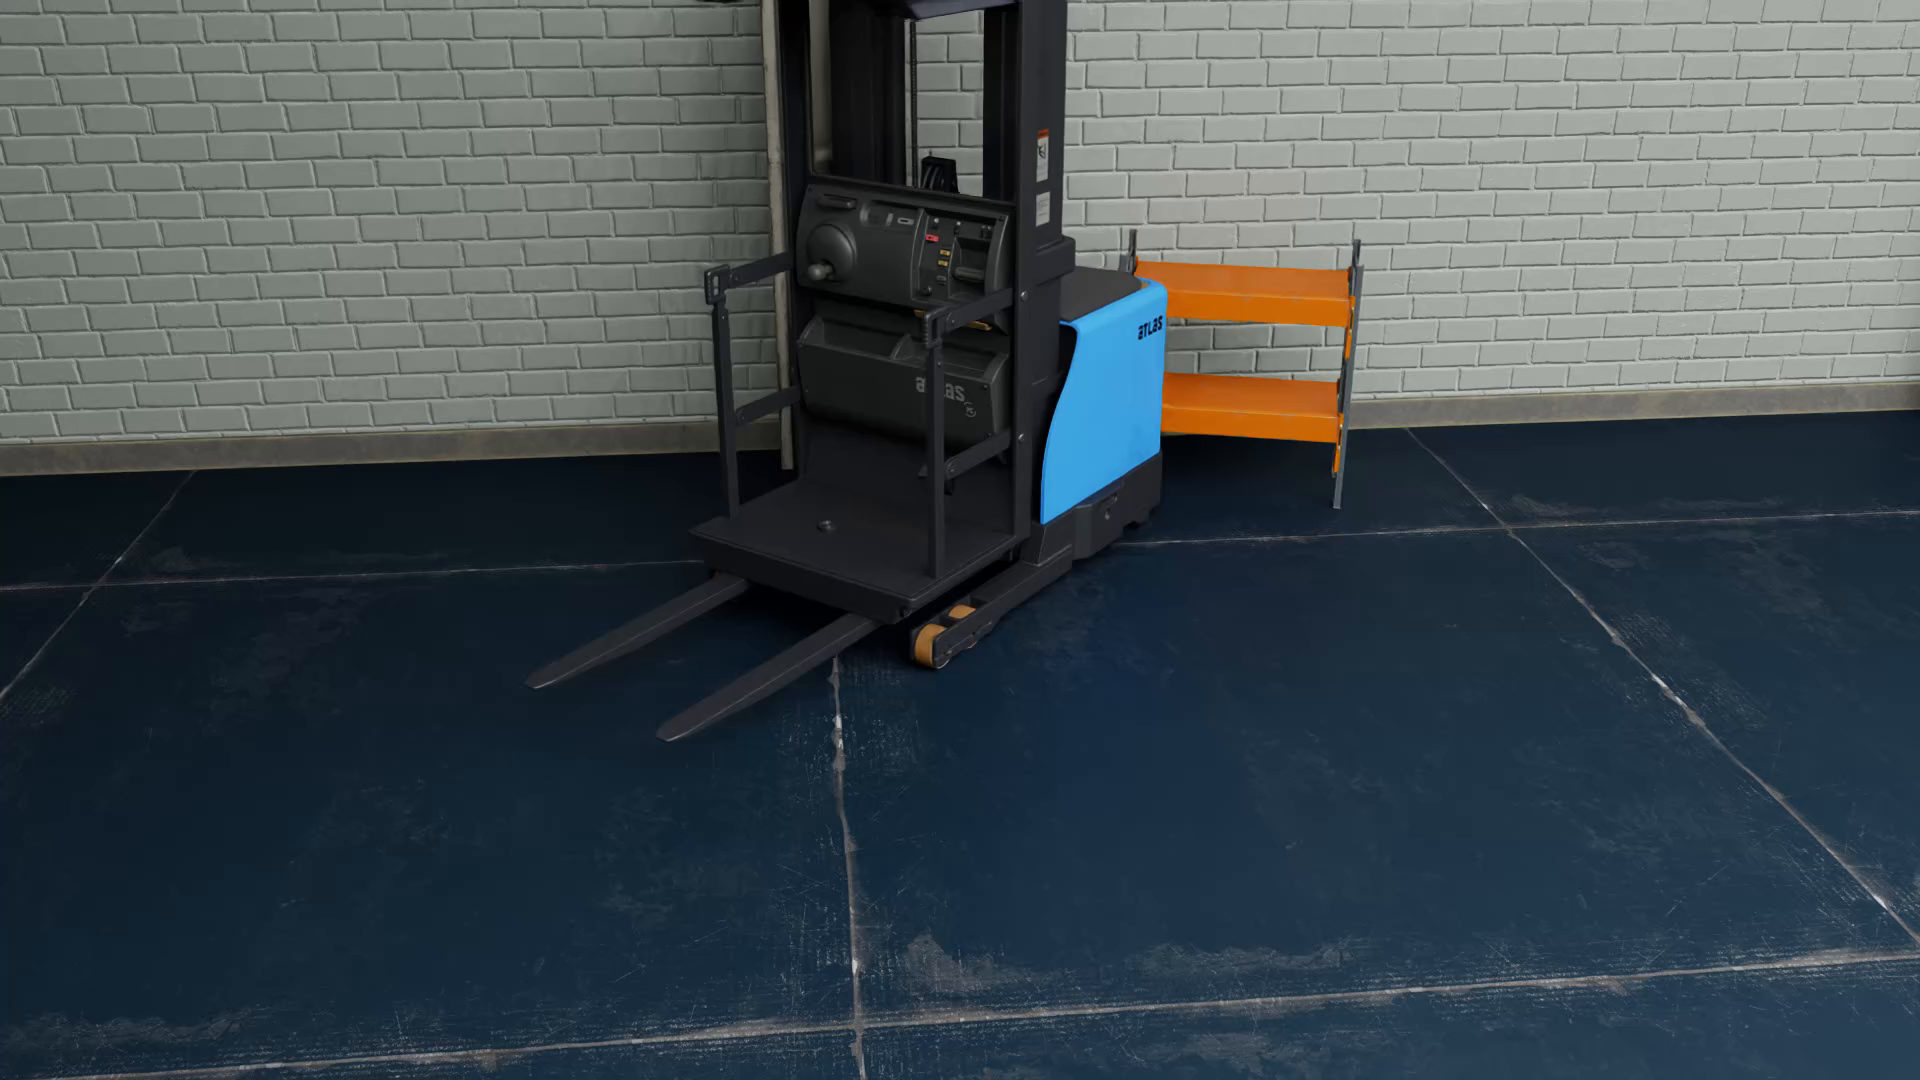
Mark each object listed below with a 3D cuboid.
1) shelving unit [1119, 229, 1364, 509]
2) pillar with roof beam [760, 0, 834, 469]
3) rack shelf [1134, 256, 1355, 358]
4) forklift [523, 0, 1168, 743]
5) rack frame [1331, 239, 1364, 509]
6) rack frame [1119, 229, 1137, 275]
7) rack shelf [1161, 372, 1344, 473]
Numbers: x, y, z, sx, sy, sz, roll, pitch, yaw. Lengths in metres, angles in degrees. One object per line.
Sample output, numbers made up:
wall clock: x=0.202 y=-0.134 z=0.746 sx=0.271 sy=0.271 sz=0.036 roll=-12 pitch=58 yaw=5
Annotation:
shelving unit: x=1.261 y=-0.795 z=7.653 sx=1.048 sy=1.125 sz=0.538 roll=4 pitch=24 yaw=10
pillar with roof beam: x=-0.254 y=-2.784 z=2.434 sx=0.400 sy=9.000 sz=9.100 roll=-2 pitch=24 yaw=-5
rack shelf: x=1.261 y=-1.062 z=7.534 sx=1.000 sy=0.278 sz=0.538 roll=4 pitch=24 yaw=10
forklift: x=-0.345 y=-1.081 z=6.074 sx=1.130 sy=2.935 sz=3.031 roll=16 pitch=28 yaw=31
rack frame: x=1.760 y=-0.756 z=7.565 sx=0.032 sy=1.125 sz=0.500 roll=4 pitch=24 yaw=10
rack frame: x=0.761 y=-0.834 z=7.741 sx=0.032 sy=1.125 sz=0.500 roll=4 pitch=24 yaw=10
rack shelf: x=1.261 y=-0.571 z=7.752 sx=1.000 sy=0.278 sz=0.538 roll=4 pitch=24 yaw=10
